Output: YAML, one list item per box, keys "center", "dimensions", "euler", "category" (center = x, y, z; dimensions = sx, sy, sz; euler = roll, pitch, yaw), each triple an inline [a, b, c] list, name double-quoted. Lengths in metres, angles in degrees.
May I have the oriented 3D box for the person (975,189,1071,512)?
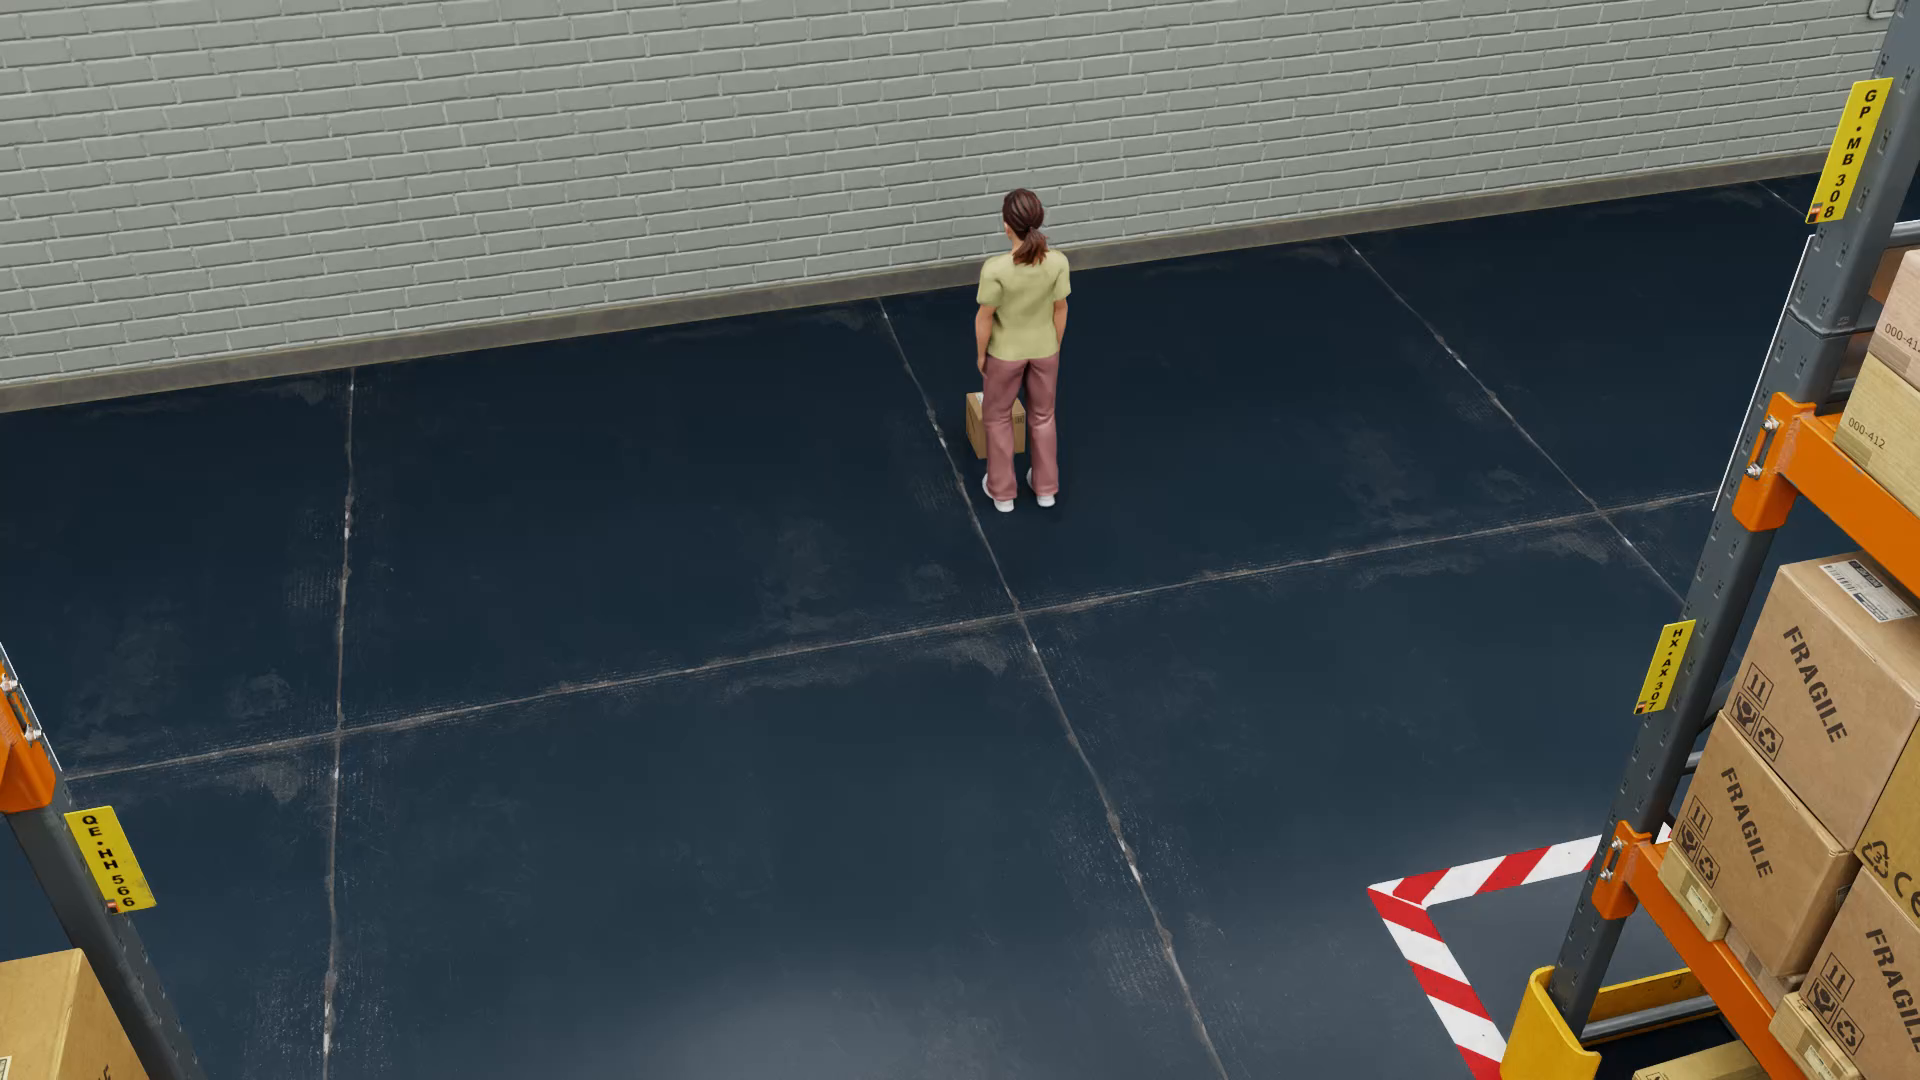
- center: [0.282, -0.868, 7.820]
  dimensions: [0.443, 1.674, 0.365]
  euler: [-9, 39, -11]
  category: "person"
